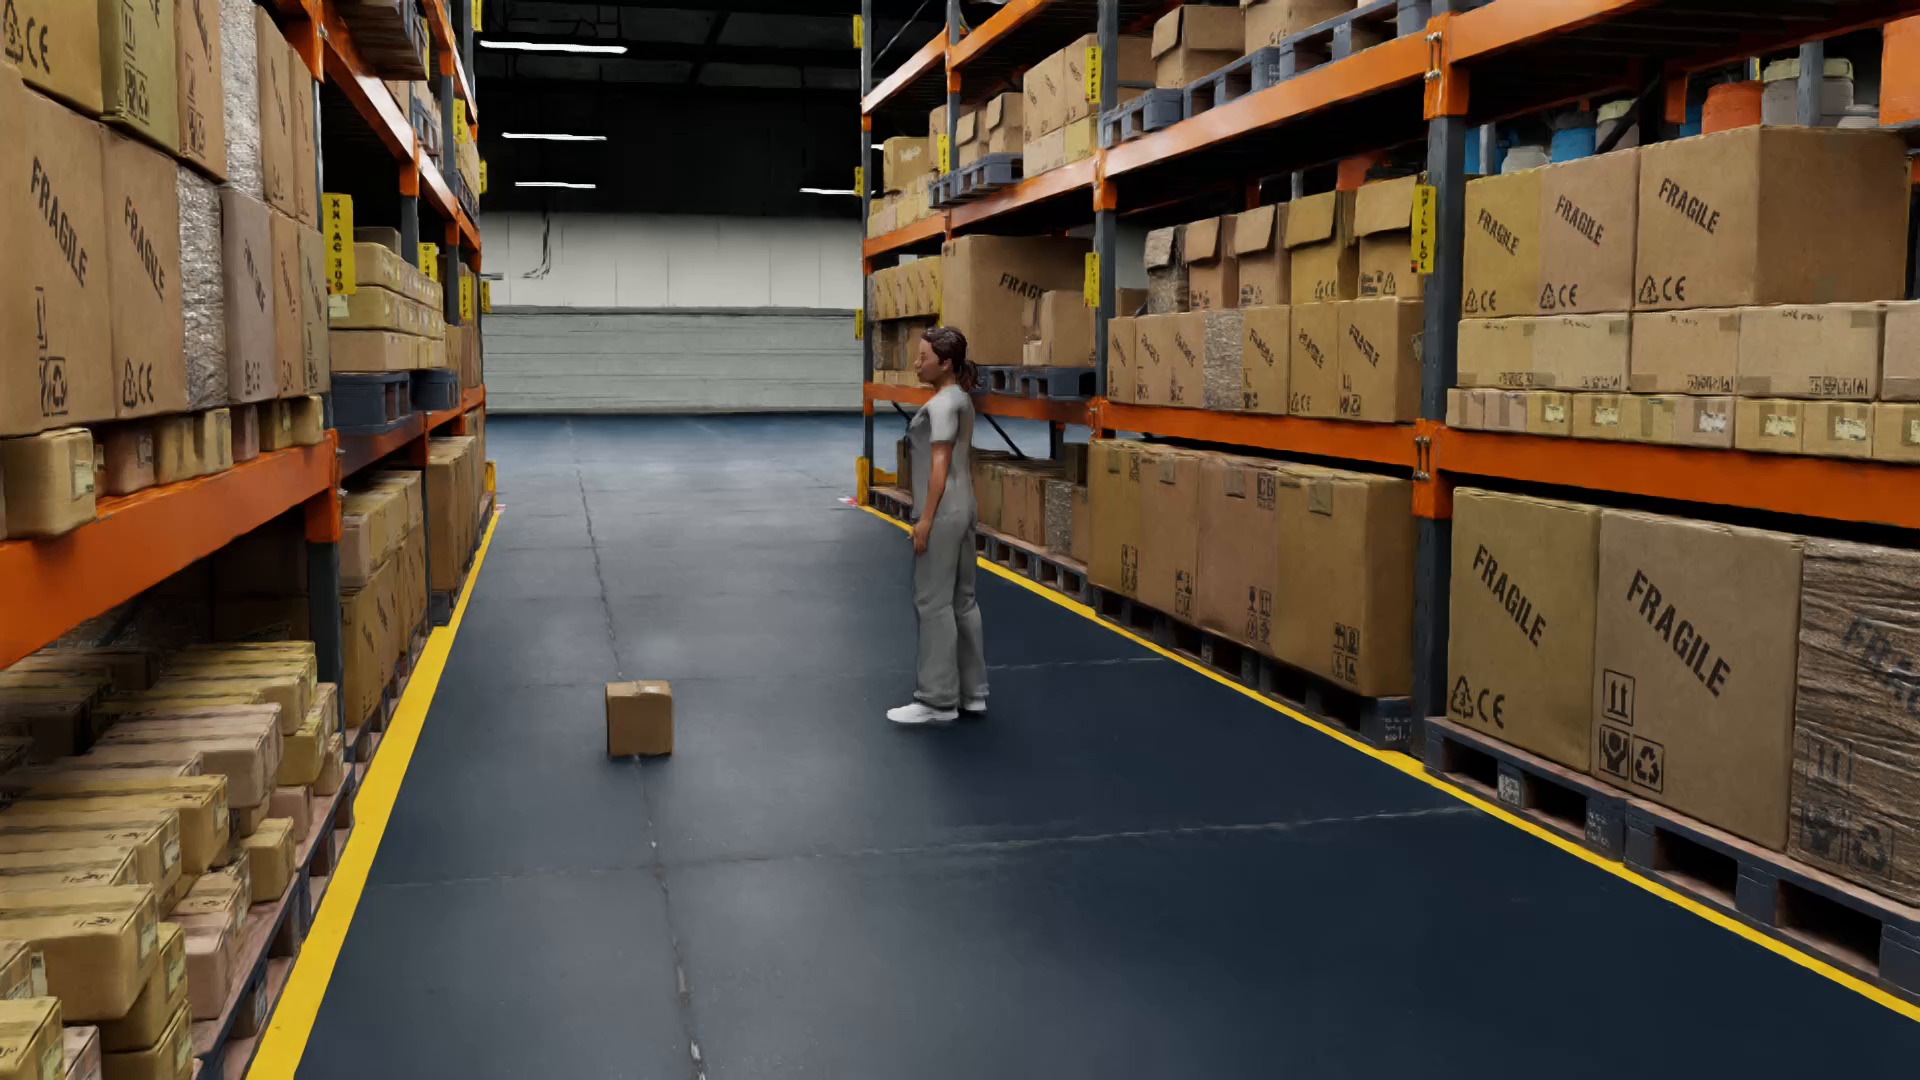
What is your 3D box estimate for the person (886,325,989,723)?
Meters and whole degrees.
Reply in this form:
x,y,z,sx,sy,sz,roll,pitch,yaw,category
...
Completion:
x,y,z,sx,sy,sz,roll,pitch,yaw,category
-0.080,-0.076,7.119,0.380,1.676,0.564,1,6,13,person
